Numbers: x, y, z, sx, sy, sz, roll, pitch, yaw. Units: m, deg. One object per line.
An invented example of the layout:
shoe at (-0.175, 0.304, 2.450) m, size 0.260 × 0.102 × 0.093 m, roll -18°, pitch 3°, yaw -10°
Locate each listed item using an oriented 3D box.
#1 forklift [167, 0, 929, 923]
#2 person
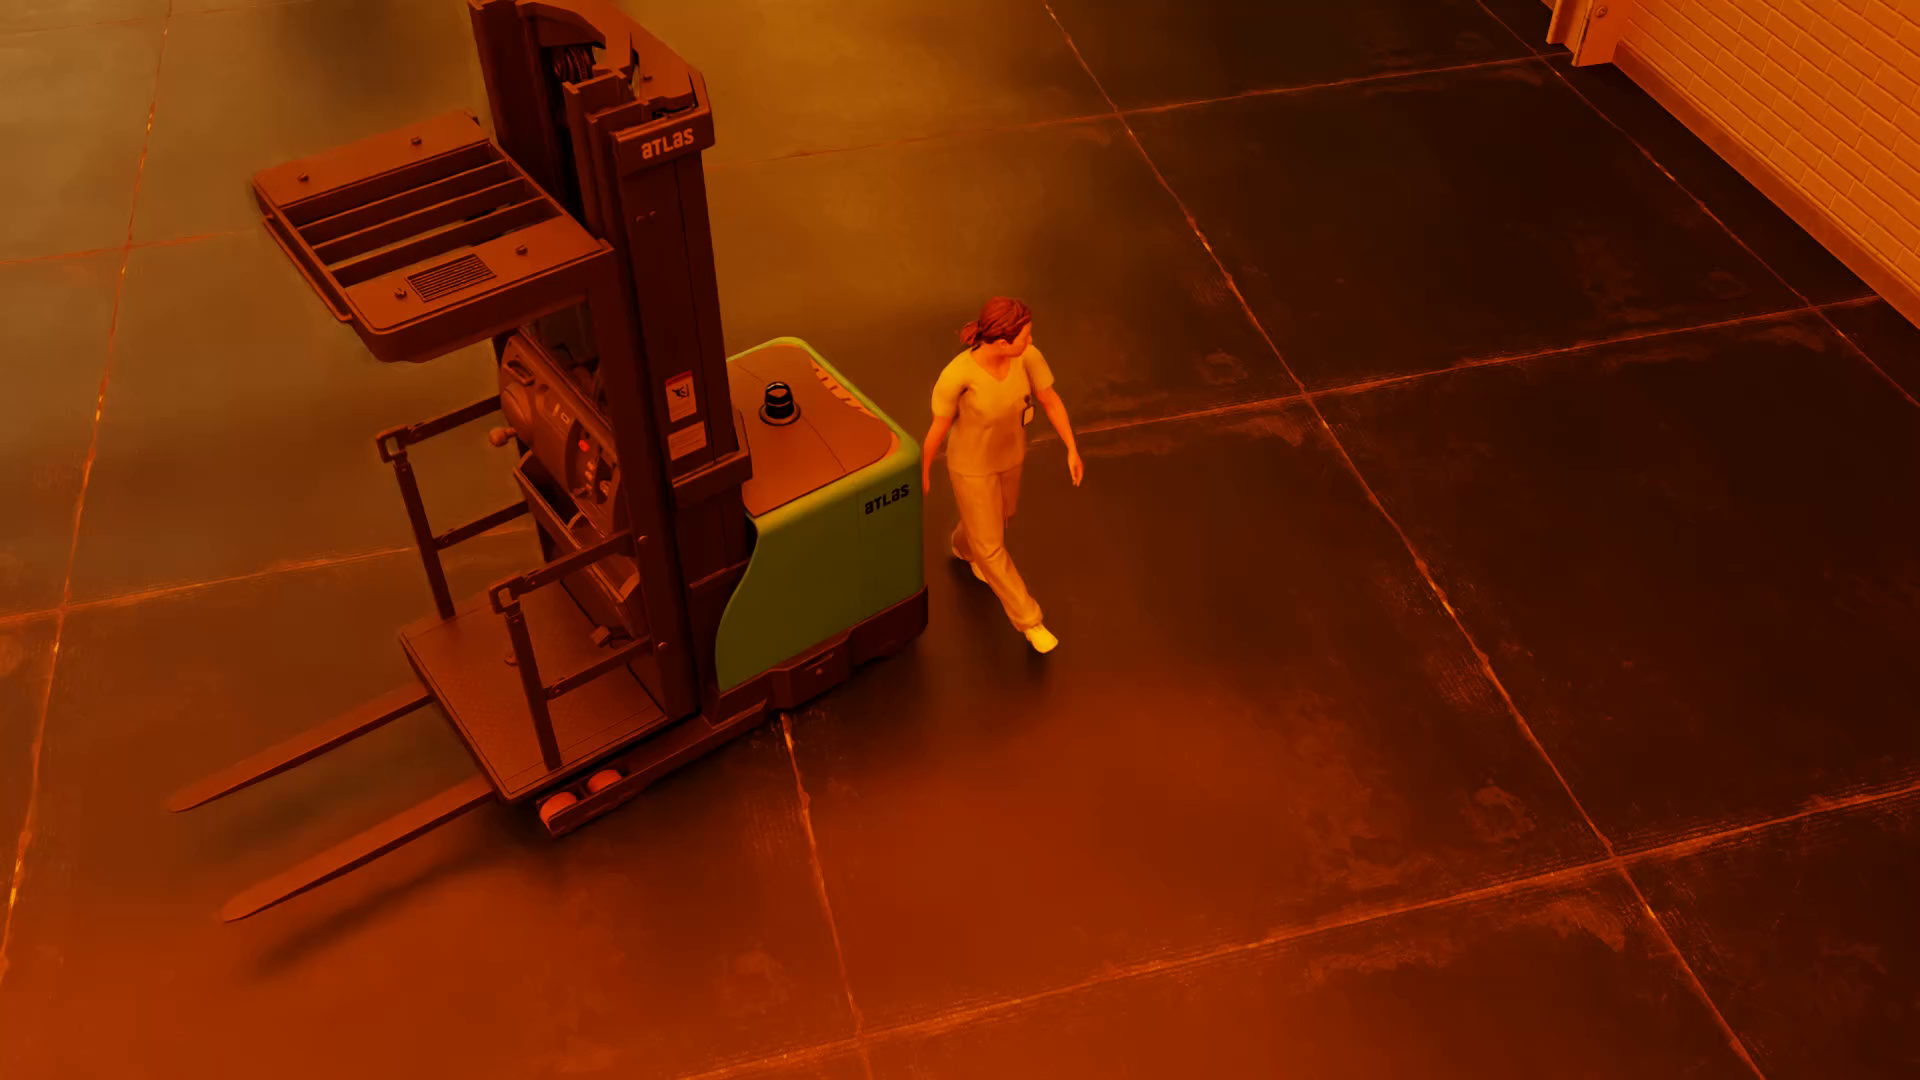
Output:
forklift at (-1.628, -0.323, 5.987) m, size 3.031 × 2.935 × 1.130 m, roll -27°, pitch 50°, yaw -25°
person at (0.175, -0.271, 6.883) m, size 0.620 × 1.629 × 0.910 m, roll -26°, pitch 49°, yaw -25°
